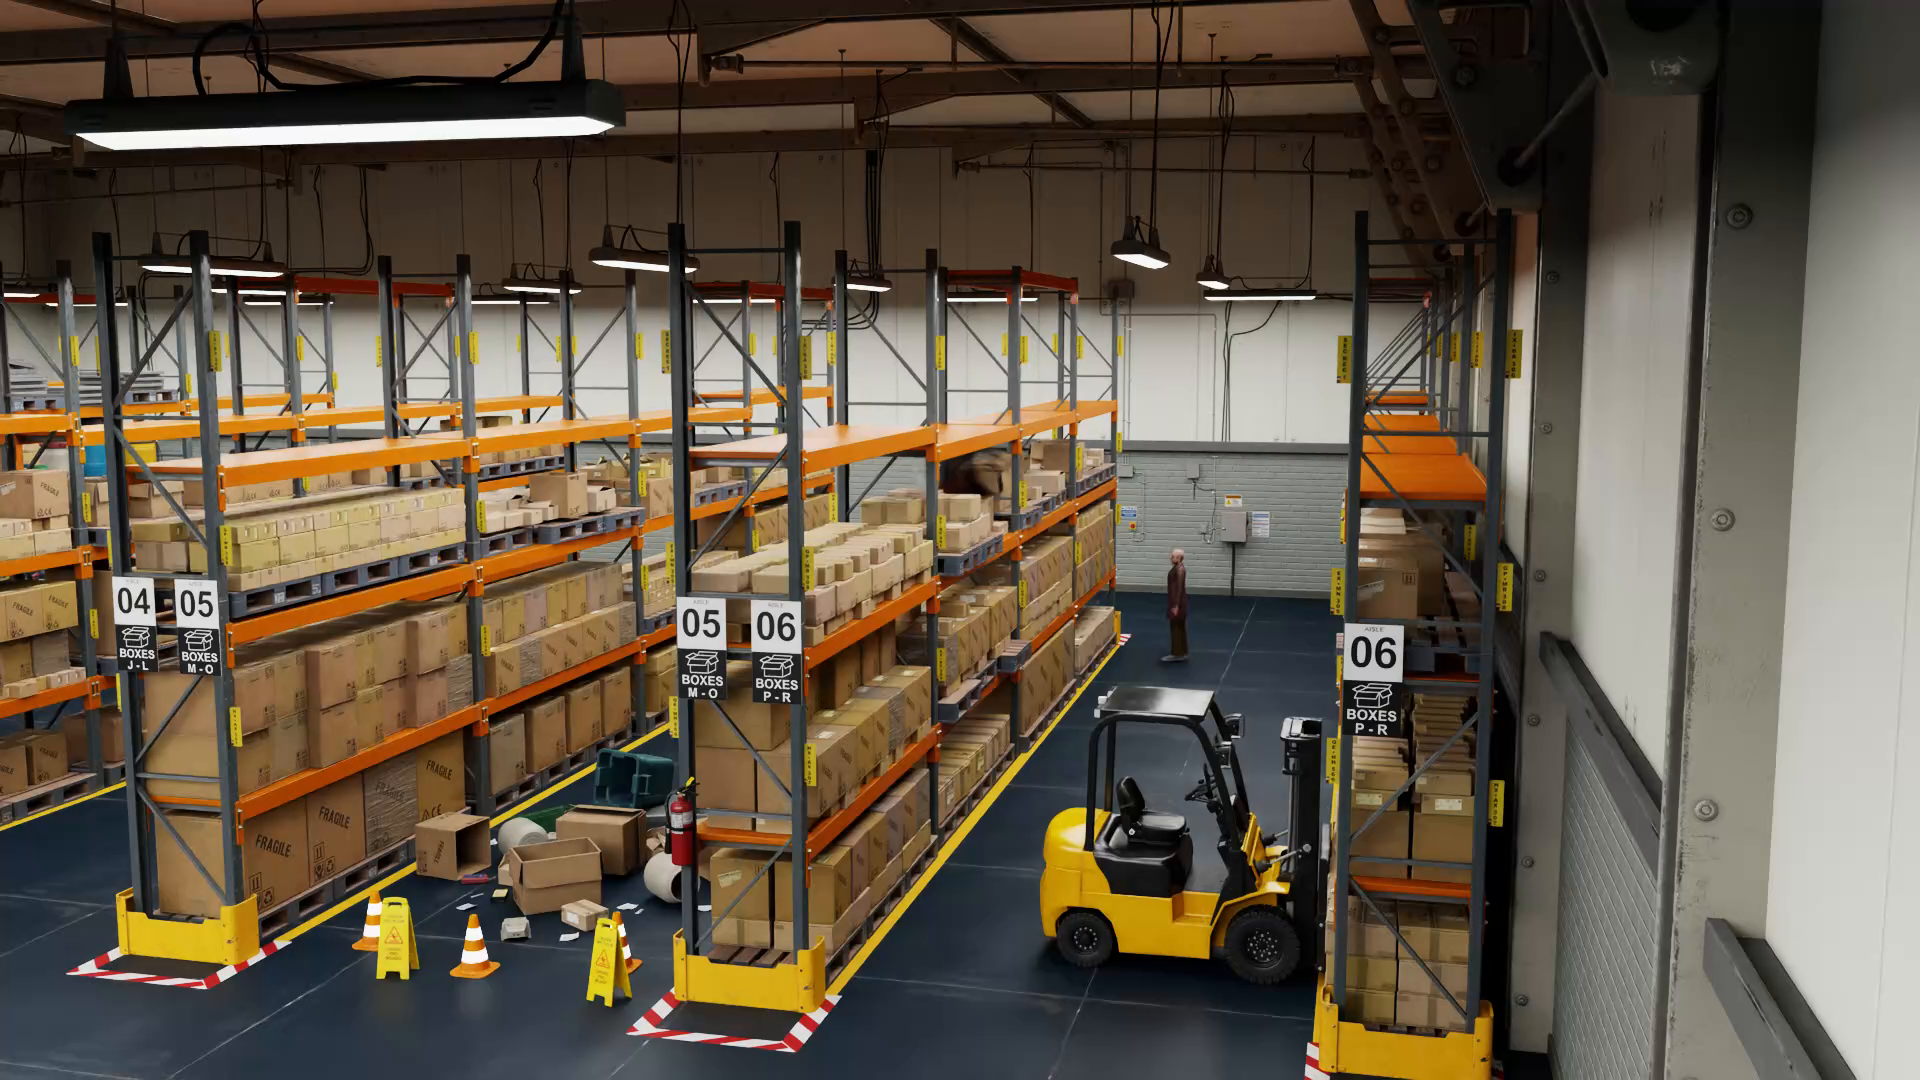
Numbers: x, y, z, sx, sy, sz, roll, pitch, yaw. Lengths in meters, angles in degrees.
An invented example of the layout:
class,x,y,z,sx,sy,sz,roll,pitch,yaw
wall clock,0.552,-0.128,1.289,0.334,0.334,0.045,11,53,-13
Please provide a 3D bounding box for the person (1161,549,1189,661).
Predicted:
class,x,y,z,sx,sy,sz,roll,pitch,yaw
person,3.463,1.030,26.634,0.417,1.785,0.671,1,7,11
